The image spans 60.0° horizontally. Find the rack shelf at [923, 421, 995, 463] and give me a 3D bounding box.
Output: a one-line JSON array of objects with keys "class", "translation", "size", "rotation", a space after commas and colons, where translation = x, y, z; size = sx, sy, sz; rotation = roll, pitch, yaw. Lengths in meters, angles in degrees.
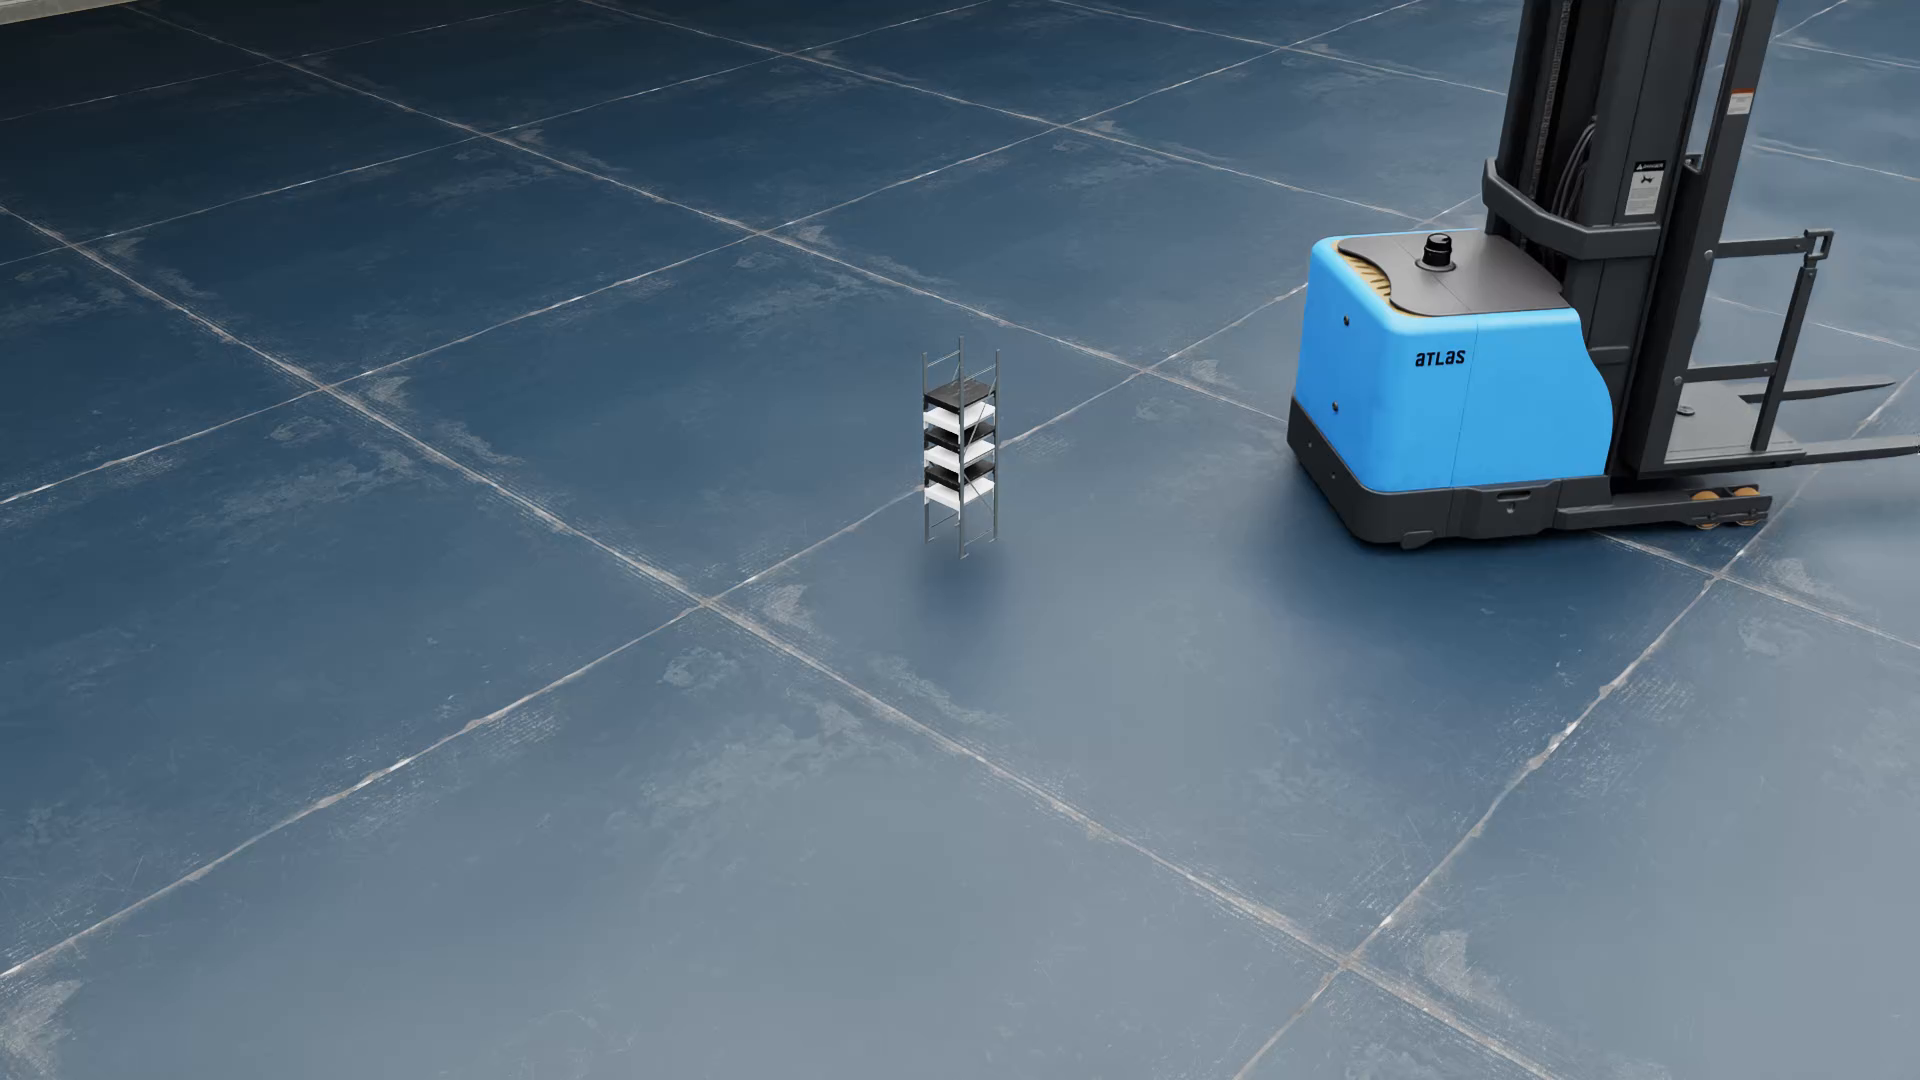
[{"class": "rack shelf", "translation": [0.006, -0.431, 6.984], "size": [0.200, 0.077, 0.258], "rotation": [25, 39, 35]}]

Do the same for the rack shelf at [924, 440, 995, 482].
[{"class": "rack shelf", "translation": [0.006, -0.354, 7.030], "size": [0.200, 0.077, 0.258], "rotation": [25, 39, 35]}]

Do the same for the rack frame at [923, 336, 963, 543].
[{"class": "rack frame", "translation": [-0.069, -0.418, 7.072], "size": [0.006, 0.900, 0.240], "rotation": [25, 39, 35]}]

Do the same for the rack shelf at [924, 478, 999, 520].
[{"class": "rack shelf", "translation": [0.006, -0.200, 7.123], "size": [0.200, 0.077, 0.258], "rotation": [25, 39, 35]}]

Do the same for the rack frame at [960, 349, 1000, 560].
[{"class": "rack frame", "translation": [0.081, -0.348, 6.955], "size": [0.006, 0.900, 0.240], "rotation": [25, 39, 35]}]

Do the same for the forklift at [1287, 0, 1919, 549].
[{"class": "forklift", "translation": [3.114, -1.566, 7.010], "size": [3.031, 2.935, 1.130], "rotation": [-5, 31, -8]}]

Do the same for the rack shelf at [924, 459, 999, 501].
[{"class": "rack shelf", "translation": [0.006, -0.277, 7.077], "size": [0.200, 0.077, 0.258], "rotation": [25, 39, 35]}]

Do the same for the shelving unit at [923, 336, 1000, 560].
[{"class": "shelving unit", "translation": [0.006, -0.383, 7.013], "size": [0.210, 0.900, 0.258], "rotation": [25, 39, 35]}]

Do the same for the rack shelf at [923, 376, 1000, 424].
[{"class": "rack shelf", "translation": [0.006, -0.585, 6.891], "size": [0.200, 0.077, 0.258], "rotation": [25, 39, 35]}]

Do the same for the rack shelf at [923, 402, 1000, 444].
[{"class": "rack shelf", "translation": [0.006, -0.508, 6.938], "size": [0.200, 0.077, 0.258], "rotation": [25, 39, 35]}]
